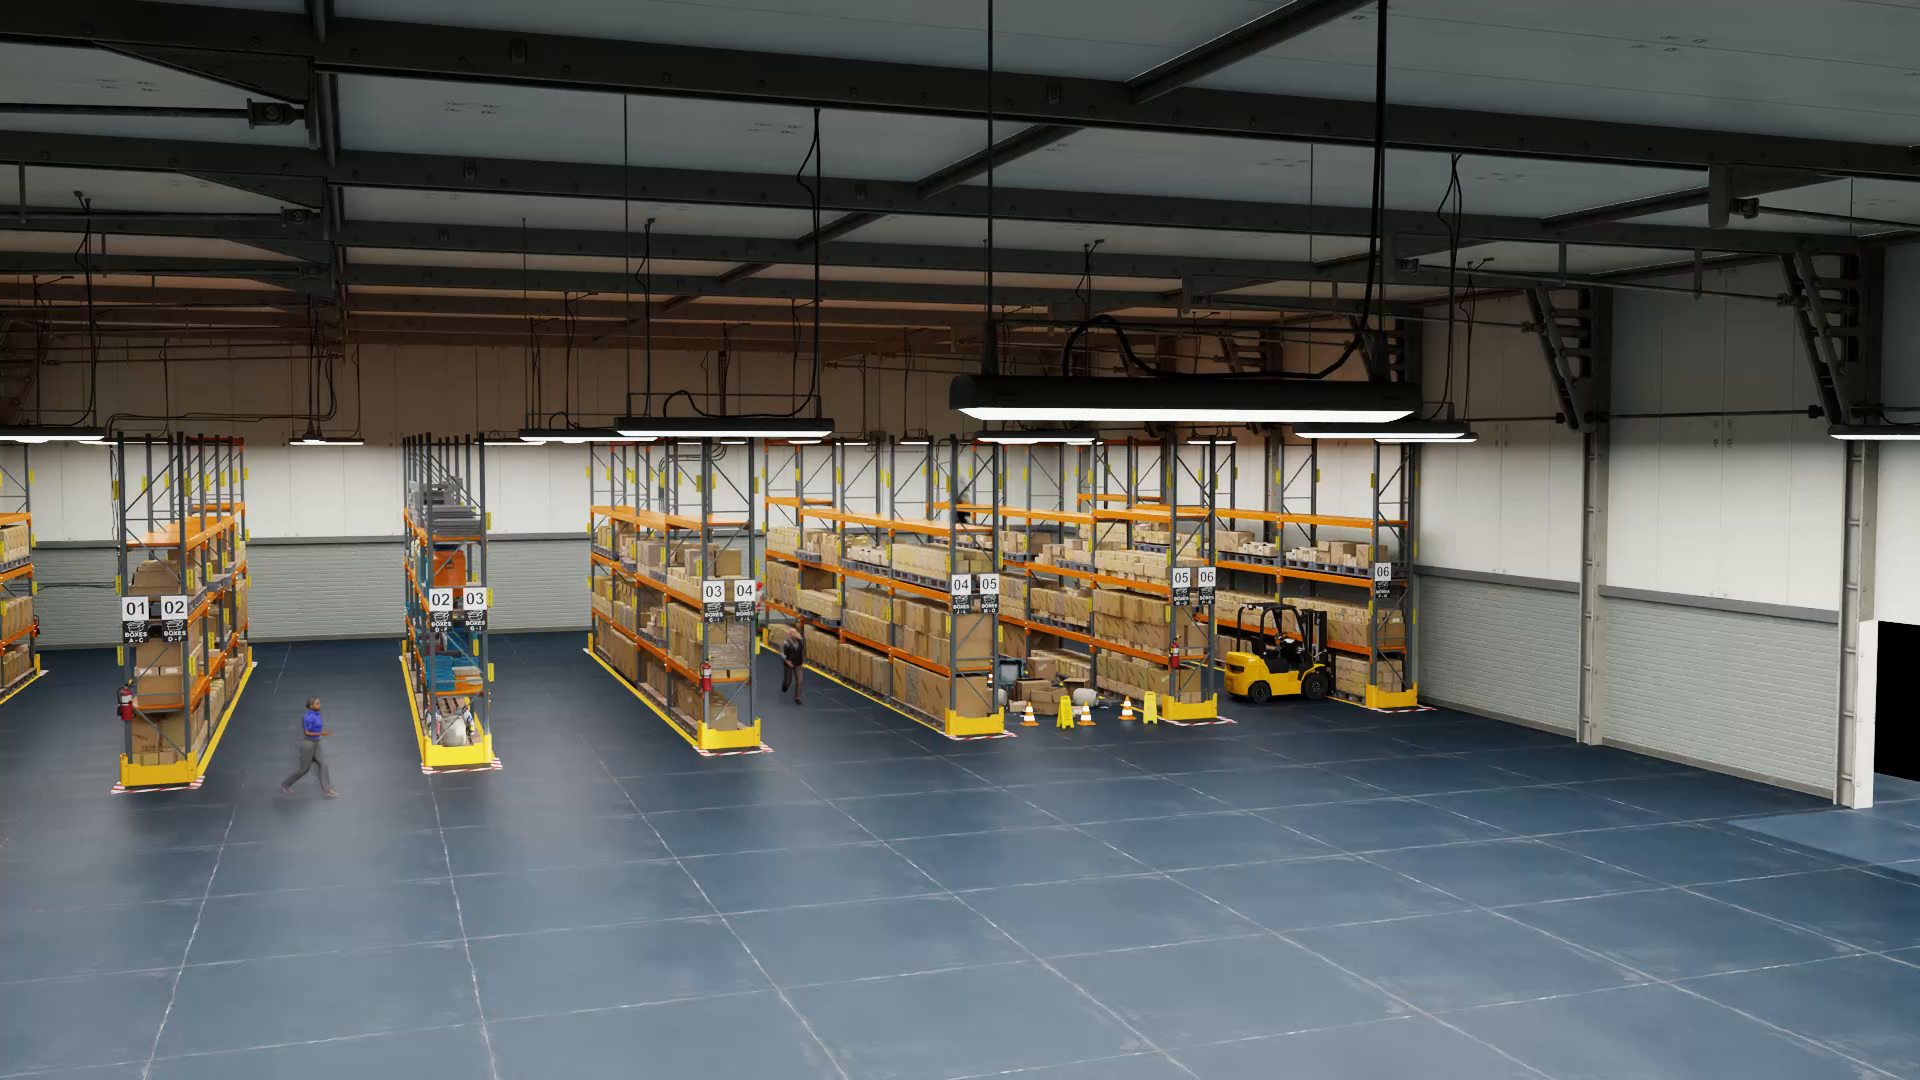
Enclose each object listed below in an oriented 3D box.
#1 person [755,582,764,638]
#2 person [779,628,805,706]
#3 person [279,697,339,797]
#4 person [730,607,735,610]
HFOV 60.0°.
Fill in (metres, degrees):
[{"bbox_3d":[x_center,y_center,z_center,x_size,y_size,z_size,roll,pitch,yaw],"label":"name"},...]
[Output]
[{"bbox_3d":[-6.168,2.121,49.521,0.672,1.760,0.790,0,3,-4],"label":"person"},{"bbox_3d":[-3.755,2.831,37.358,0.645,1.708,0.978,-1,3,-21],"label":"person"},{"bbox_3d":[-10.626,3.389,27.129,0.924,1.649,0.549,0,3,0],"label":"person"},{"bbox_3d":[-6.403,2.257,46.570,0.665,1.790,0.897,-1,3,-18],"label":"person"}]
